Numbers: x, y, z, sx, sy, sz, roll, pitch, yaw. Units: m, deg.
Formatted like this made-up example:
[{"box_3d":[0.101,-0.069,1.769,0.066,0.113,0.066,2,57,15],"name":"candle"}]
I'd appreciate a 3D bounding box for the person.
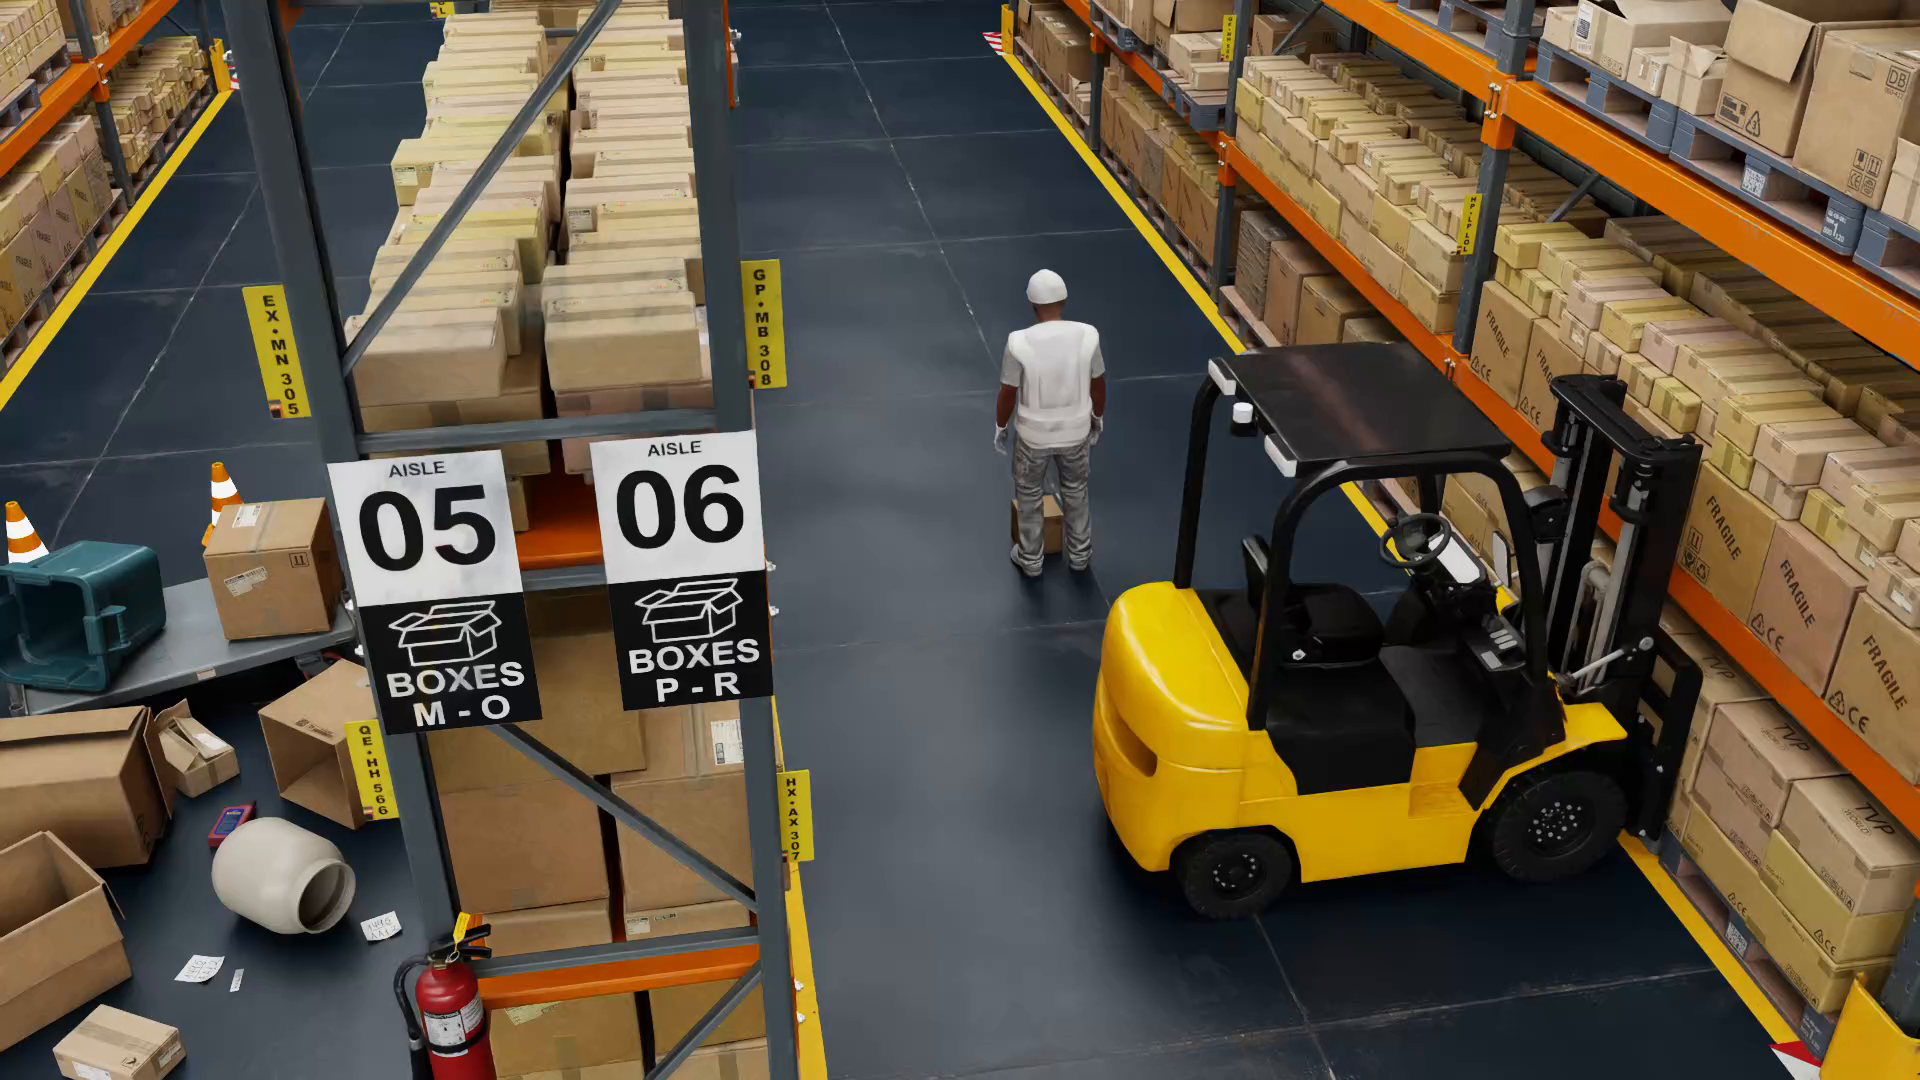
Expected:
[{"box_3d":[0.498,-0.627,9.197,0.630,1.774,0.451,-6,31,-10],"name":"person"}]
